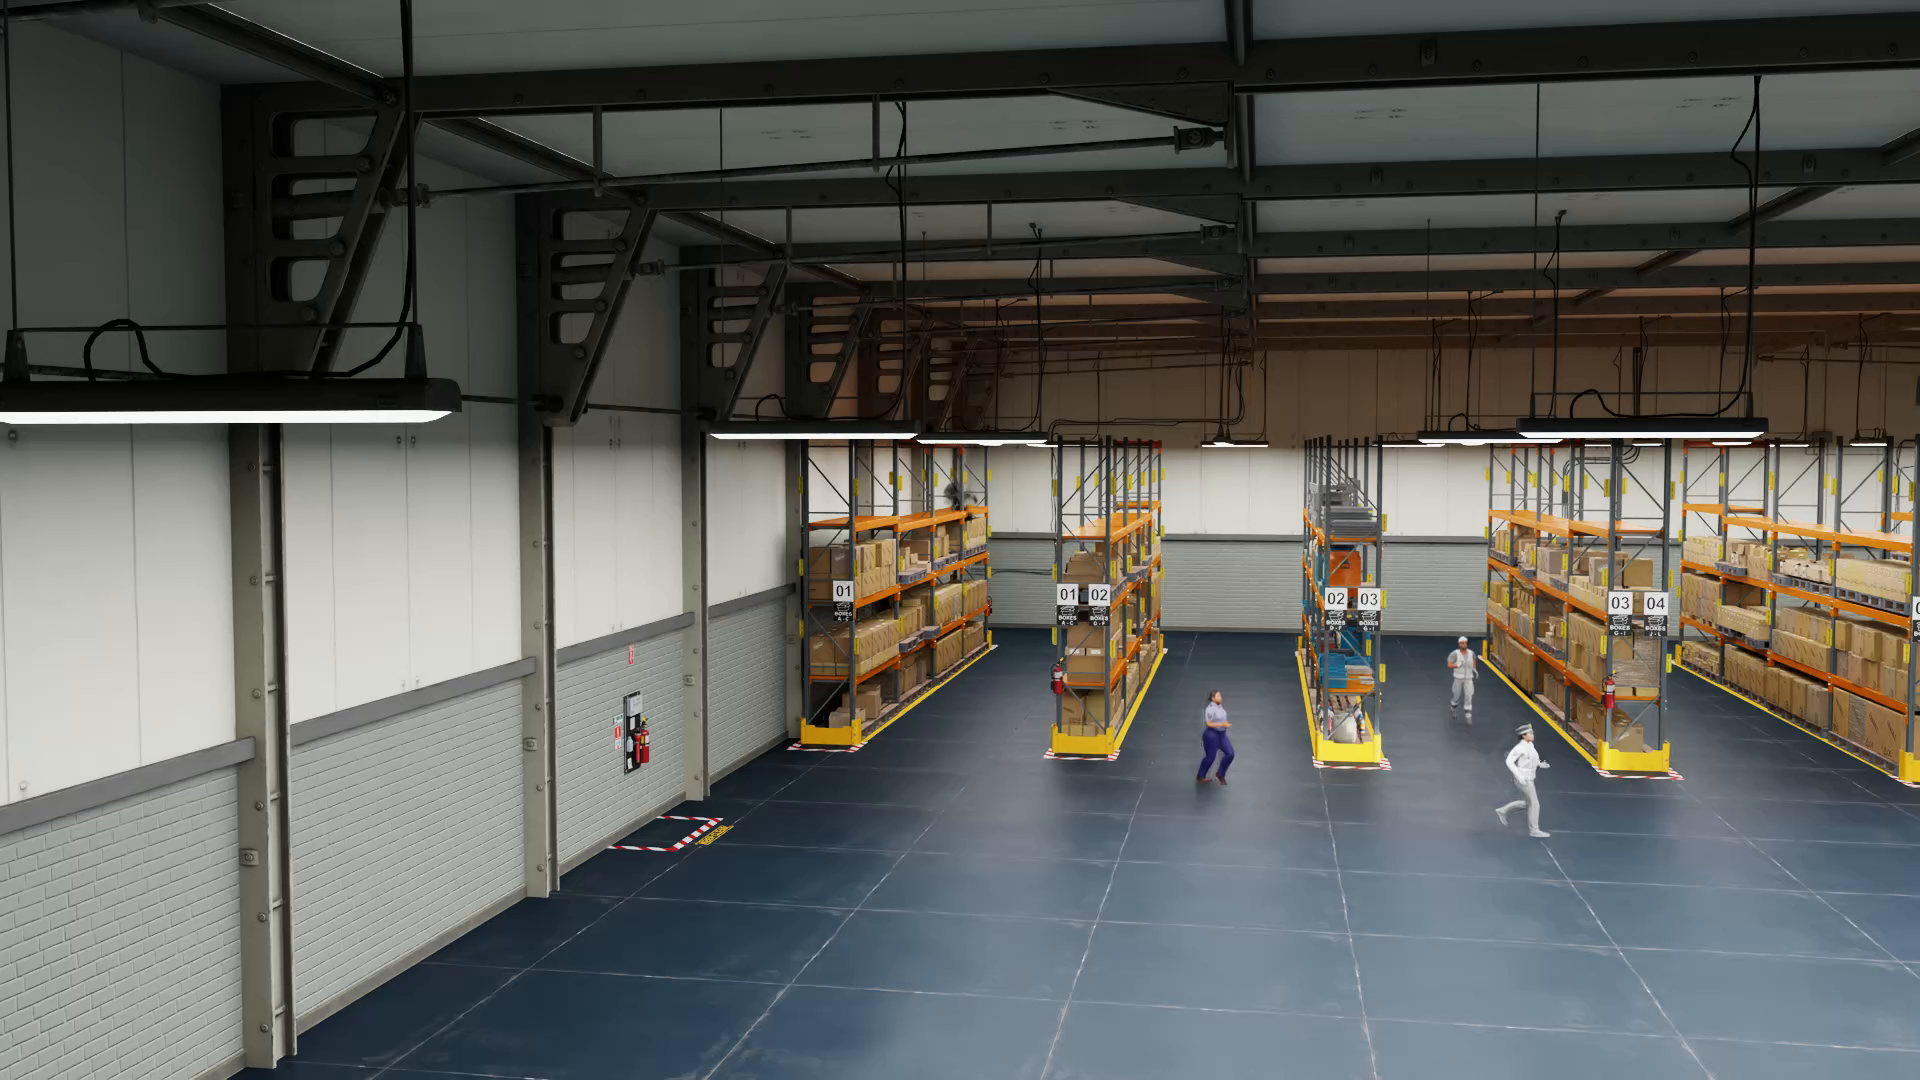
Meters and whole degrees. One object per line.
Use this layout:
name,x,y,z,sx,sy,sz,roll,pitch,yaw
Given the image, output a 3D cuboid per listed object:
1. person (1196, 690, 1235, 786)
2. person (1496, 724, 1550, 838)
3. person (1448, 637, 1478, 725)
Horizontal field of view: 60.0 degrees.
person,4.355,3.384,28.309,0.708,1.683,0.580,3,4,41
person,8.343,3.540,24.645,0.790,1.666,0.620,2,4,36
person,10.508,2.904,34.744,0.665,1.780,0.982,0,3,2
